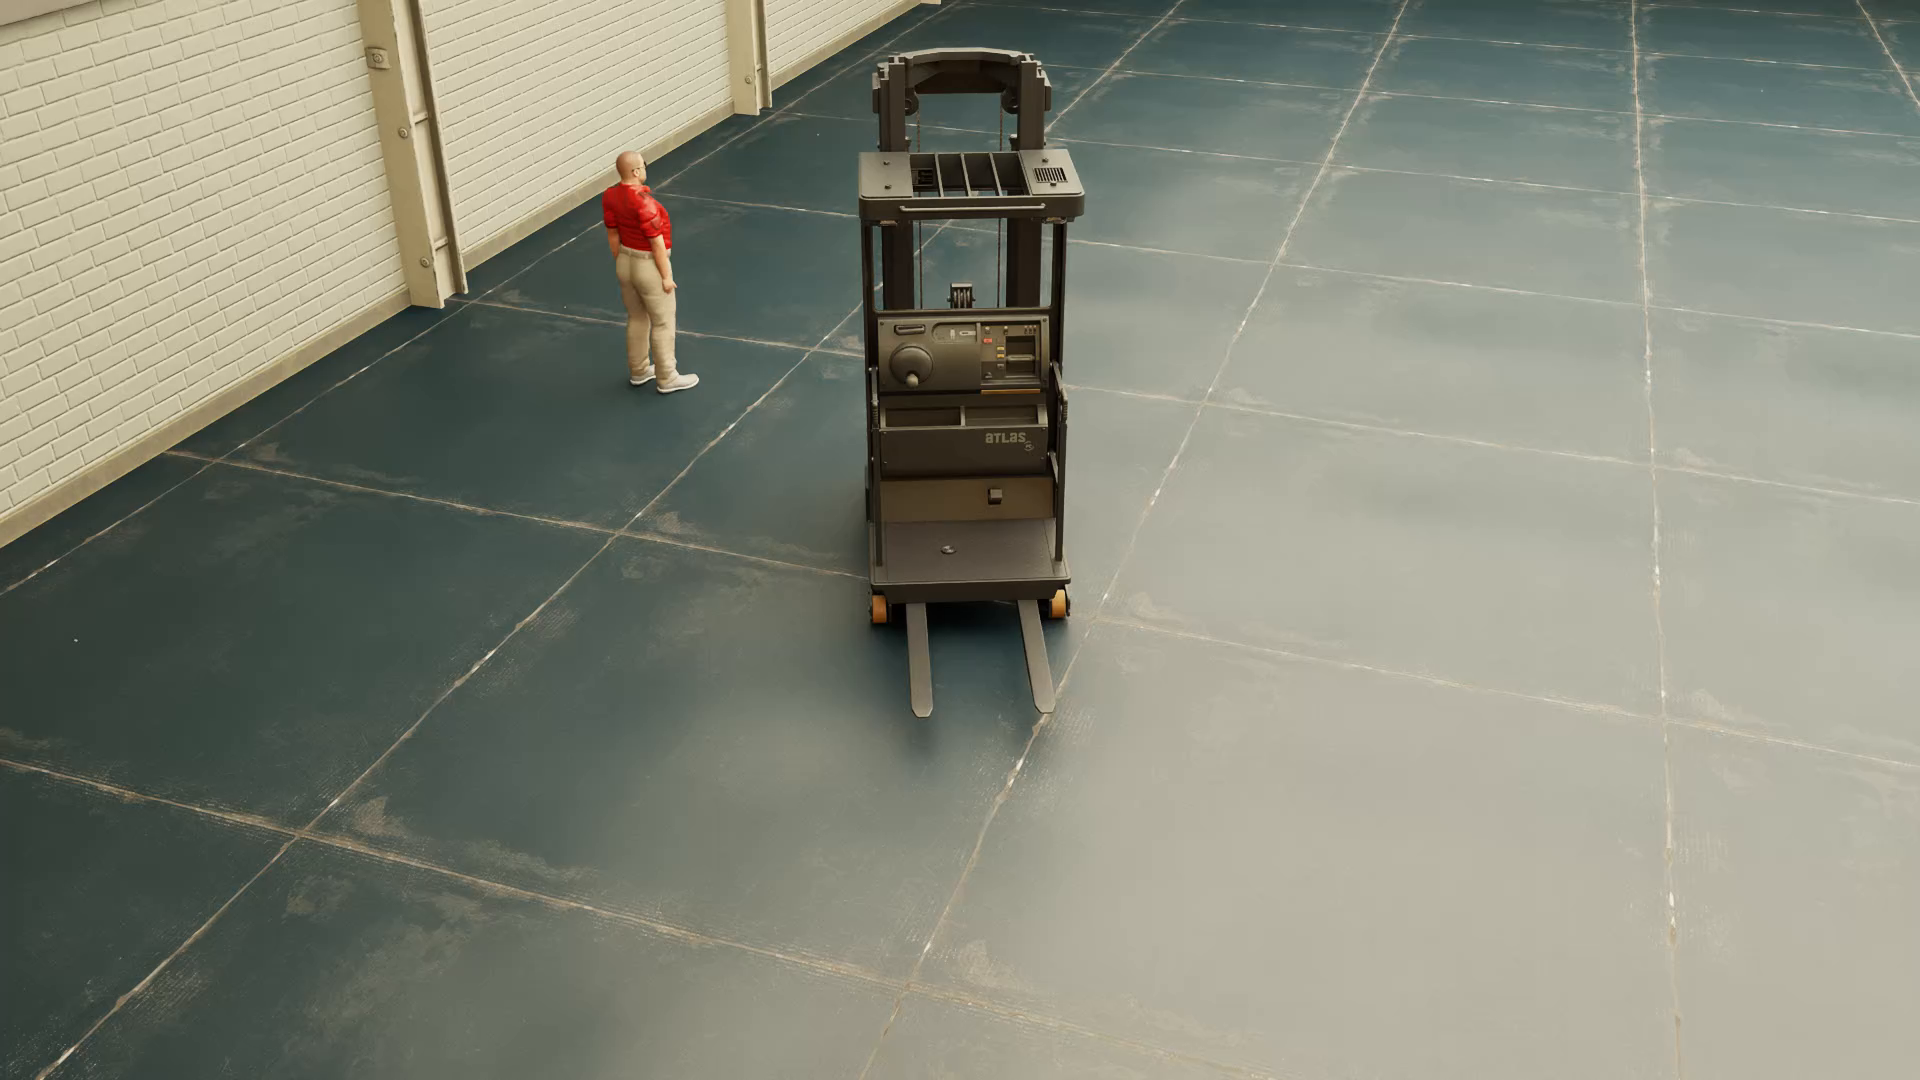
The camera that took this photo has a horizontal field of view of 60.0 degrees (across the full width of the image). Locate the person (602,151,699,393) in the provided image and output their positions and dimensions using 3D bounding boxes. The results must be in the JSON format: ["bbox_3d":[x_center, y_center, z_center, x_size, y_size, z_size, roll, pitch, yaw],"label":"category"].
[{"bbox_3d":[-2.194,-1.891,11.675,0.519,1.728,0.385,20,35,31],"label":"person"}]

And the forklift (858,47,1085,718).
[{"bbox_3d":[0.035,-0.972,8.842,1.130,2.935,3.031,-2,30,-3],"label":"forklift"}]
